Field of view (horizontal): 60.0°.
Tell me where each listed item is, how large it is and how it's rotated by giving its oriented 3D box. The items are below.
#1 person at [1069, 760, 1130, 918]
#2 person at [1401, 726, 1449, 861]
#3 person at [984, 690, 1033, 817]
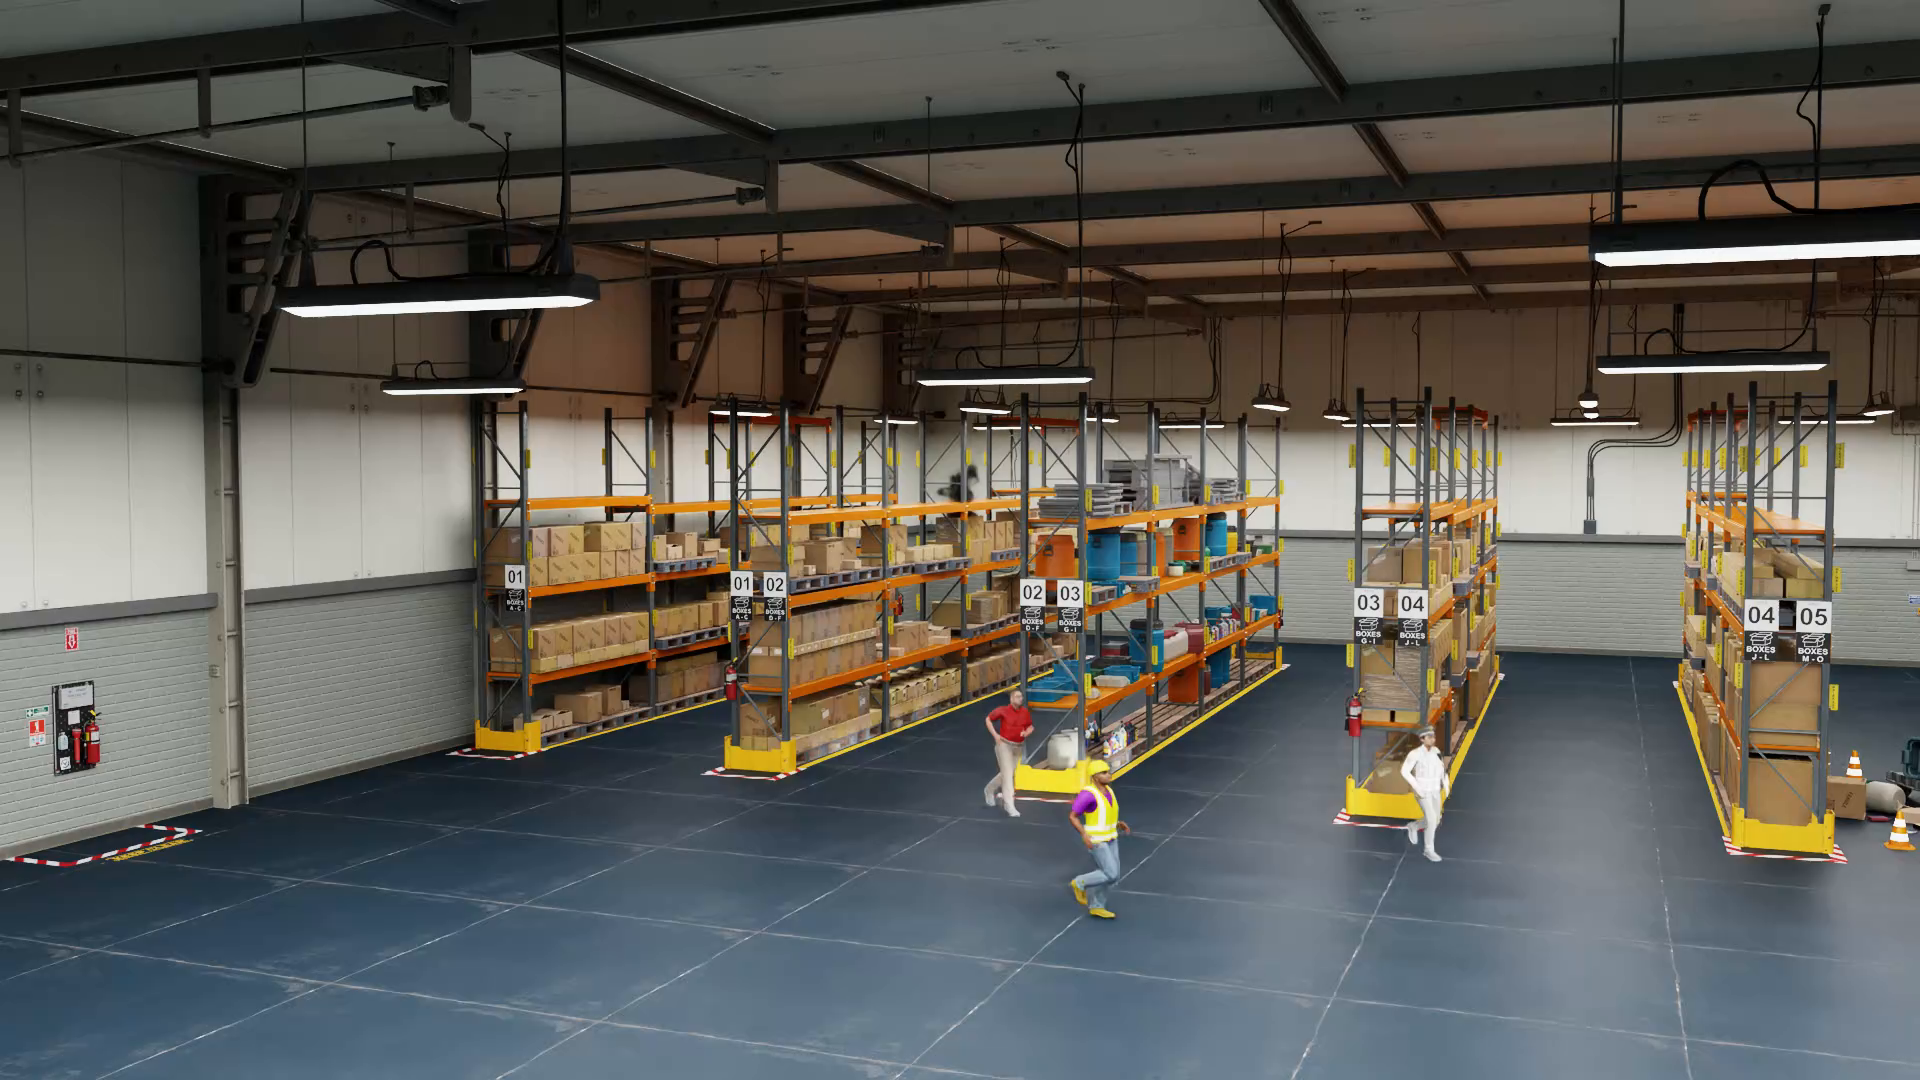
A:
[{"bbox_3d":[1.533,3.259,18.157,0.584,1.717,0.703,2,4,38],"label":"person"},{"bbox_3d":[5.841,3.152,20.972,0.651,1.664,0.686,-1,3,-26],"label":"person"},{"bbox_3d":[0.731,2.998,23.760,0.680,1.733,0.926,-2,3,-35],"label":"person"}]
